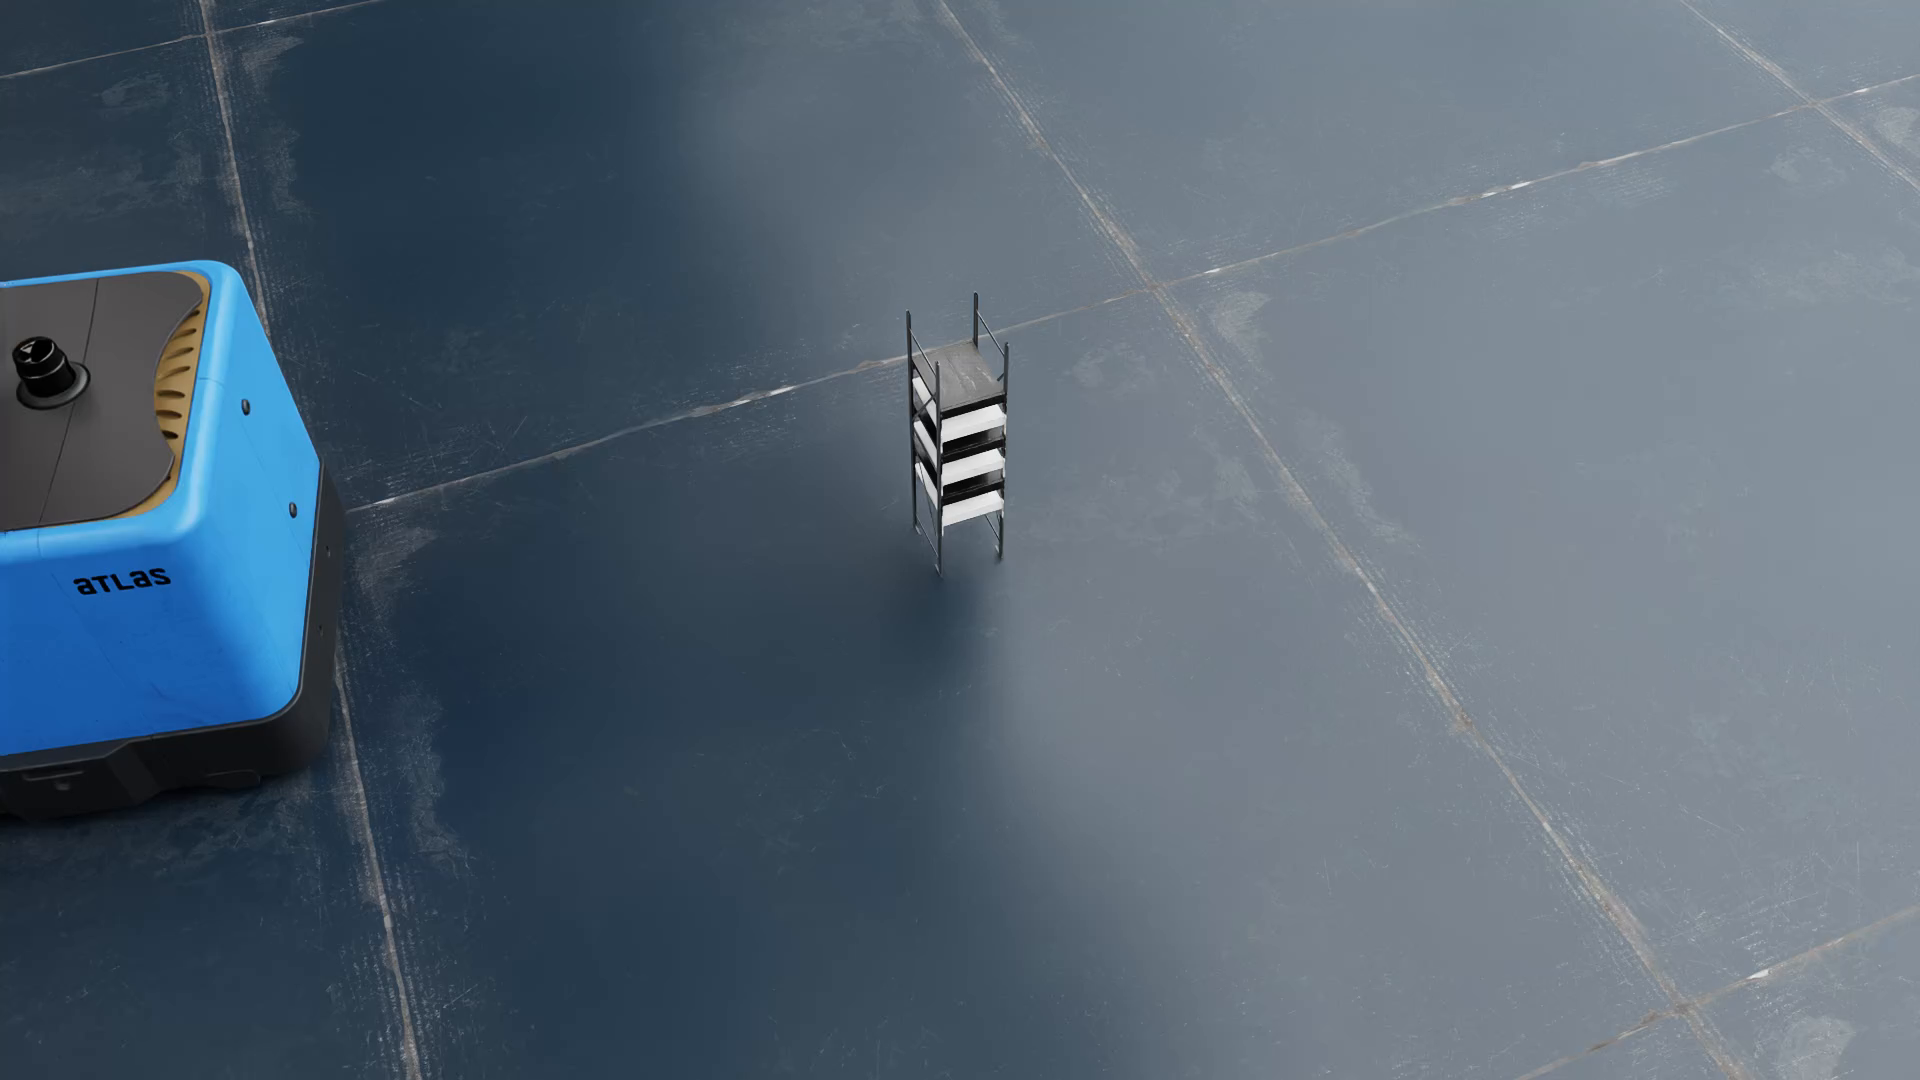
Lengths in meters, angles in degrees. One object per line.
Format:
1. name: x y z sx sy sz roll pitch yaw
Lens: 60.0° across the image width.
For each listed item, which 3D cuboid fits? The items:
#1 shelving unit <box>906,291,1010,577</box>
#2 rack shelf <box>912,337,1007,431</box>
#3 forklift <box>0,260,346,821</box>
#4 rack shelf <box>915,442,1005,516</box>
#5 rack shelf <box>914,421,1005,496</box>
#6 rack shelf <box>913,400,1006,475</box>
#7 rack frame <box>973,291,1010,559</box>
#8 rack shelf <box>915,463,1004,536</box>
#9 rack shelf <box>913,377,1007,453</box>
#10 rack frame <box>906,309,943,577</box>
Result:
1. shelving unit: -0.008 -0.291 4.907 0.210 0.900 0.258 -17 52 -14
2. rack shelf: -0.008 -0.445 4.727 0.200 0.077 0.258 -17 52 -14
3. forklift: -3.344 -0.467 3.719 3.031 2.935 1.130 -8 50 -7
4. rack shelf: -0.008 -0.211 5.000 0.200 0.077 0.258 -17 52 -14
5. rack shelf: -0.008 -0.269 4.932 0.200 0.077 0.258 -17 52 -14
6. rack shelf: -0.008 -0.328 4.864 0.200 0.077 0.258 -17 52 -14
7. rack frame: 0.087 -0.320 4.932 0.006 0.900 0.240 -17 52 -14
8. rack shelf: -0.008 -0.152 5.068 0.200 0.077 0.258 -17 52 -14
9. rack shelf: -0.008 -0.386 4.795 0.200 0.077 0.258 -17 52 -14
10. rack frame: -0.102 -0.262 4.882 0.006 0.900 0.240 -17 52 -14
